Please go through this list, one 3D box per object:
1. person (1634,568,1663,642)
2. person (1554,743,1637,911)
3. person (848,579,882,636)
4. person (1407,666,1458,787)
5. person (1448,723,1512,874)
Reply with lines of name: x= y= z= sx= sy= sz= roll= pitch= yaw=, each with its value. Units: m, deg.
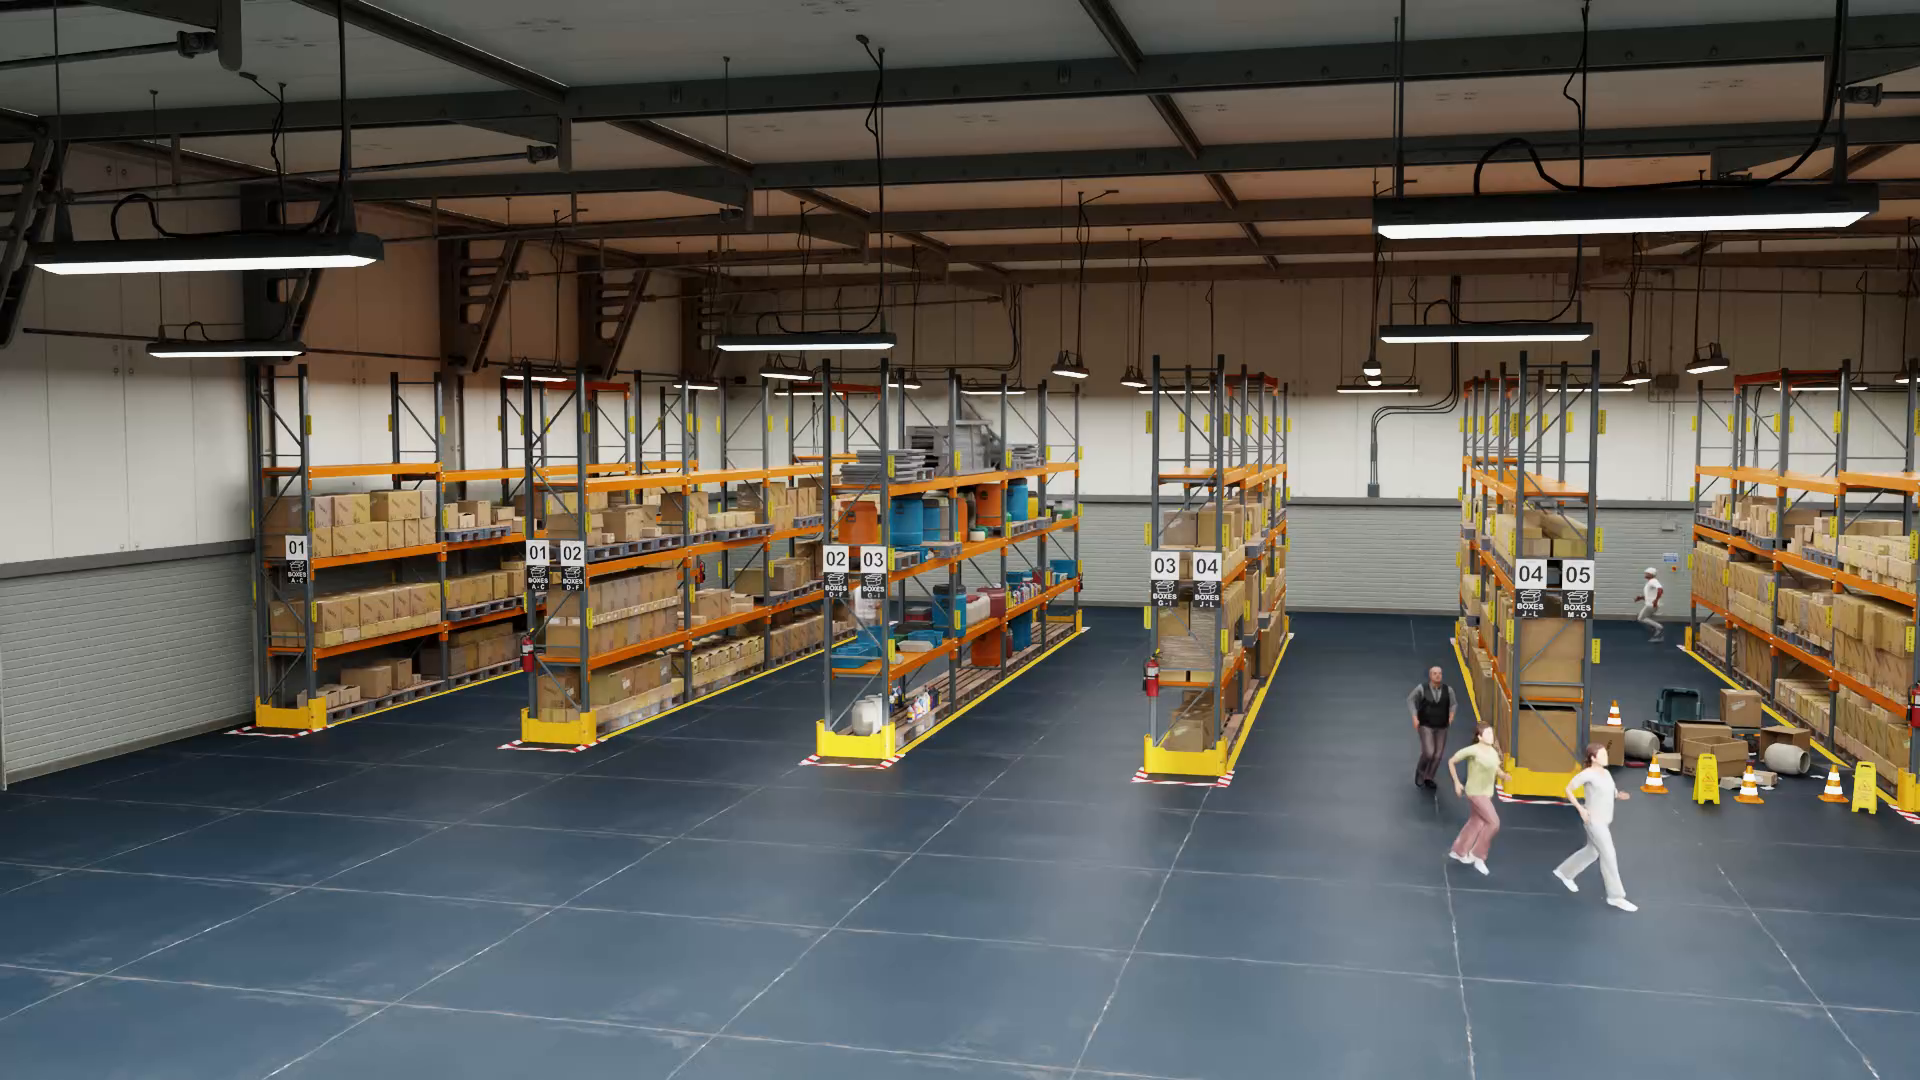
person: x=15.911 y=1.499 z=38.381 sx=0.649 sy=1.719 sz=0.741 roll=1 pitch=4 yaw=21
person: x=6.633 y=2.945 z=17.341 sx=0.560 sy=1.665 sz=0.960 roll=-4 pitch=5 yaw=-43
person: x=-1.873 y=1.569 z=32.769 sx=0.696 sy=1.794 sz=0.878 roll=0 pitch=4 yaw=2
person: x=6.492 y=2.579 z=22.833 sx=0.611 sy=1.688 sz=0.614 roll=0 pitch=4 yaw=-2
person: x=5.834 y=2.884 z=18.652 sx=0.542 sy=1.682 sz=0.770 roll=-3 pitch=5 yaw=-39
